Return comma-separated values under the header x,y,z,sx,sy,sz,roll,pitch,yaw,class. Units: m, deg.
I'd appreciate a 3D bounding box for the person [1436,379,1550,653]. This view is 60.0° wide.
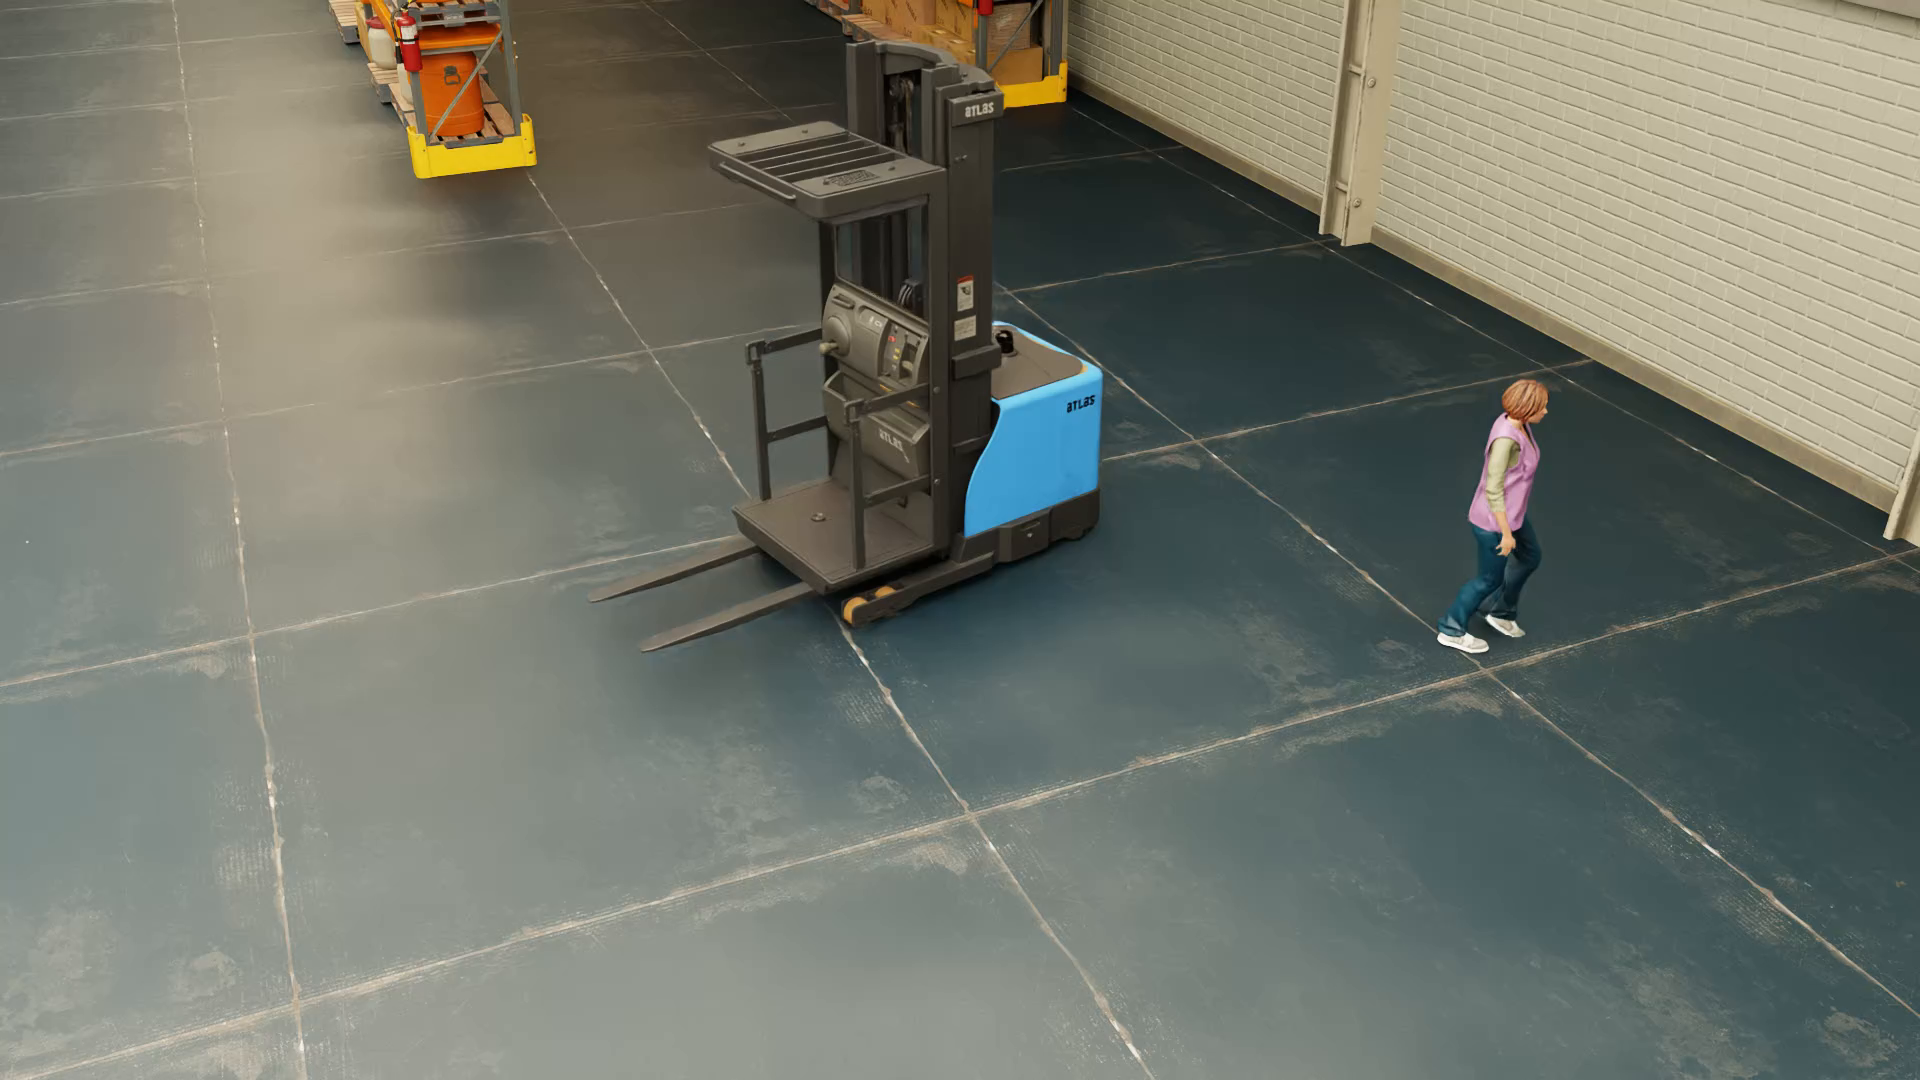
x,y,z,sx,sy,sz,roll,pitch,yaw,class
2.831,-0.089,8.703,0.461,1.617,0.510,12,32,20,person

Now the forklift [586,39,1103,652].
x,y,z,sx,sy,sz,roll,pitch,yaw,class
-0.634,-1.083,9.014,3.031,2.935,1.130,-20,36,-31,forklift
